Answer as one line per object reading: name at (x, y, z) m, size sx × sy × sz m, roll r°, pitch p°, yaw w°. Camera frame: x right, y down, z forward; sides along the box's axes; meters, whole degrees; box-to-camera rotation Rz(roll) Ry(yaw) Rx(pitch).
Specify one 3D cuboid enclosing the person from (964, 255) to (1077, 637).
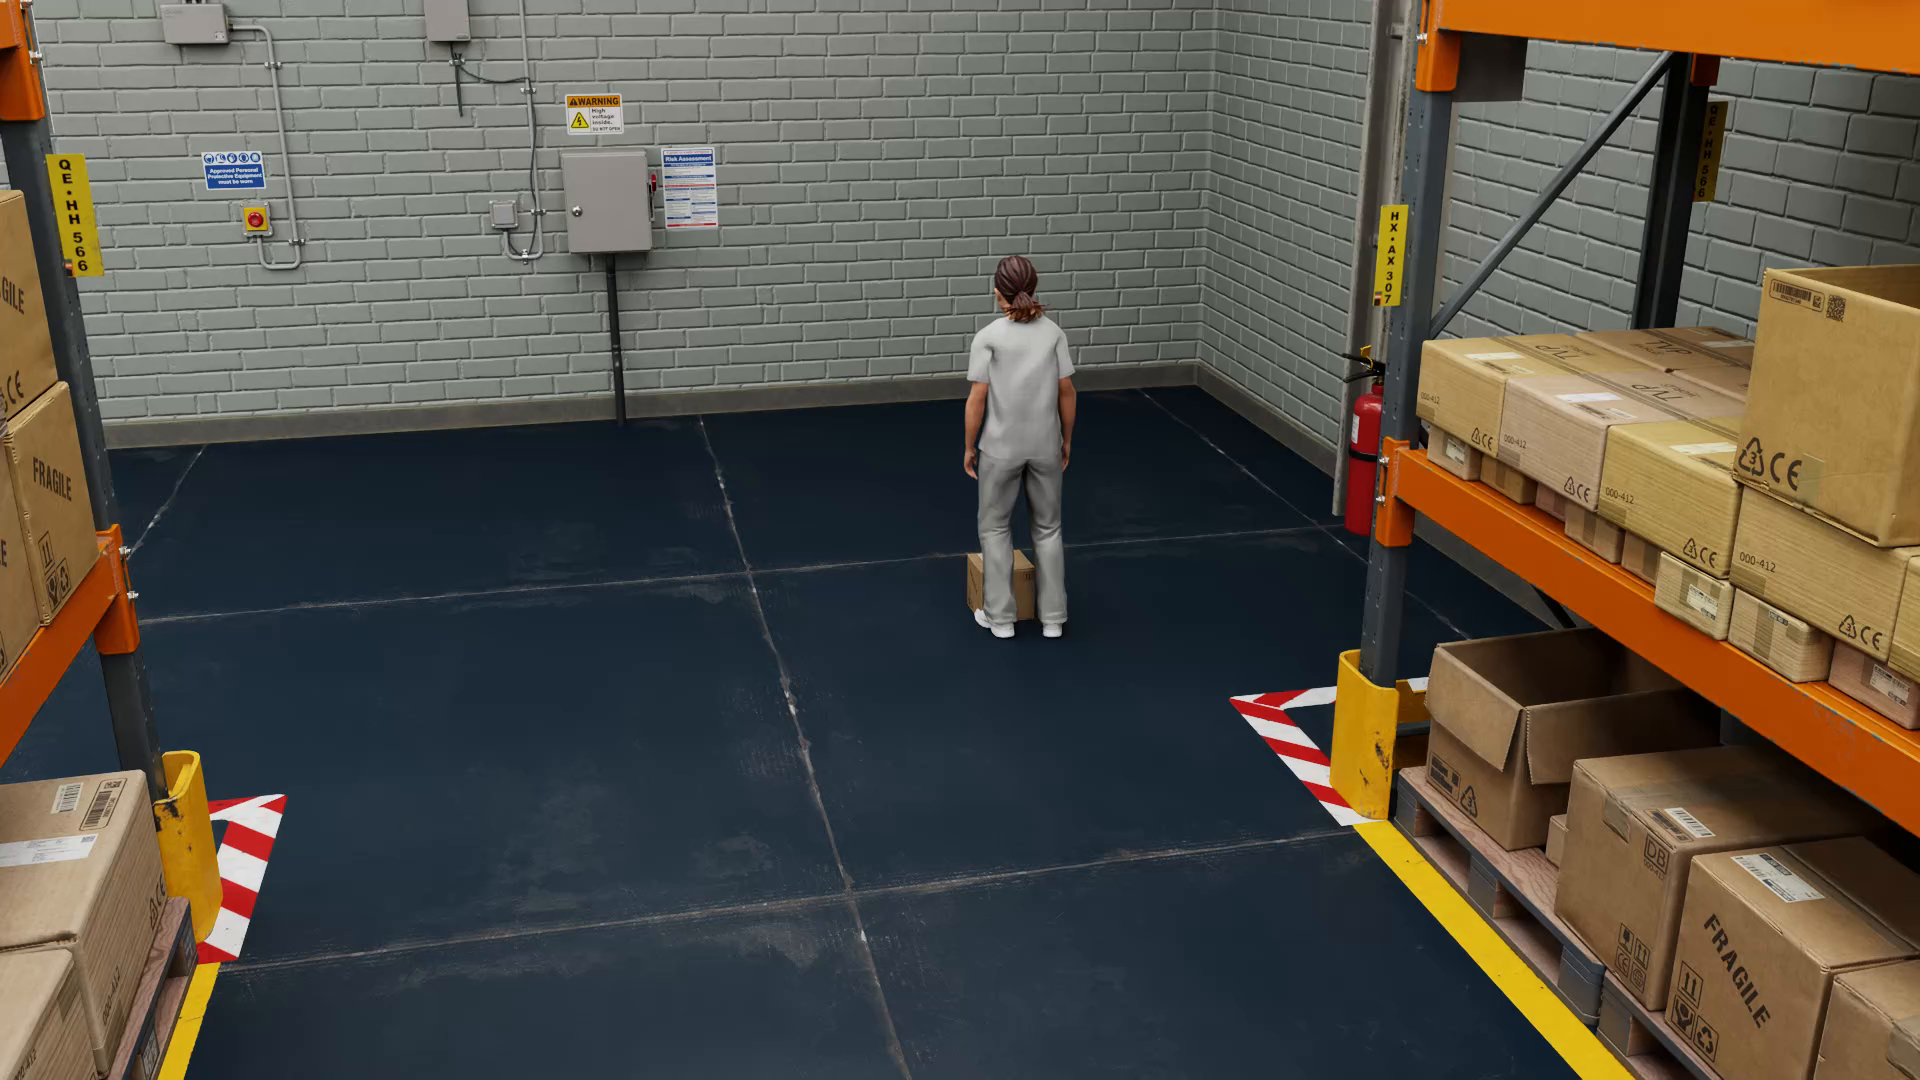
person at (0.248, -0.386, 7.151) m, size 0.486 × 1.673 × 0.404 m, roll -4°, pitch 20°, yaw -12°
